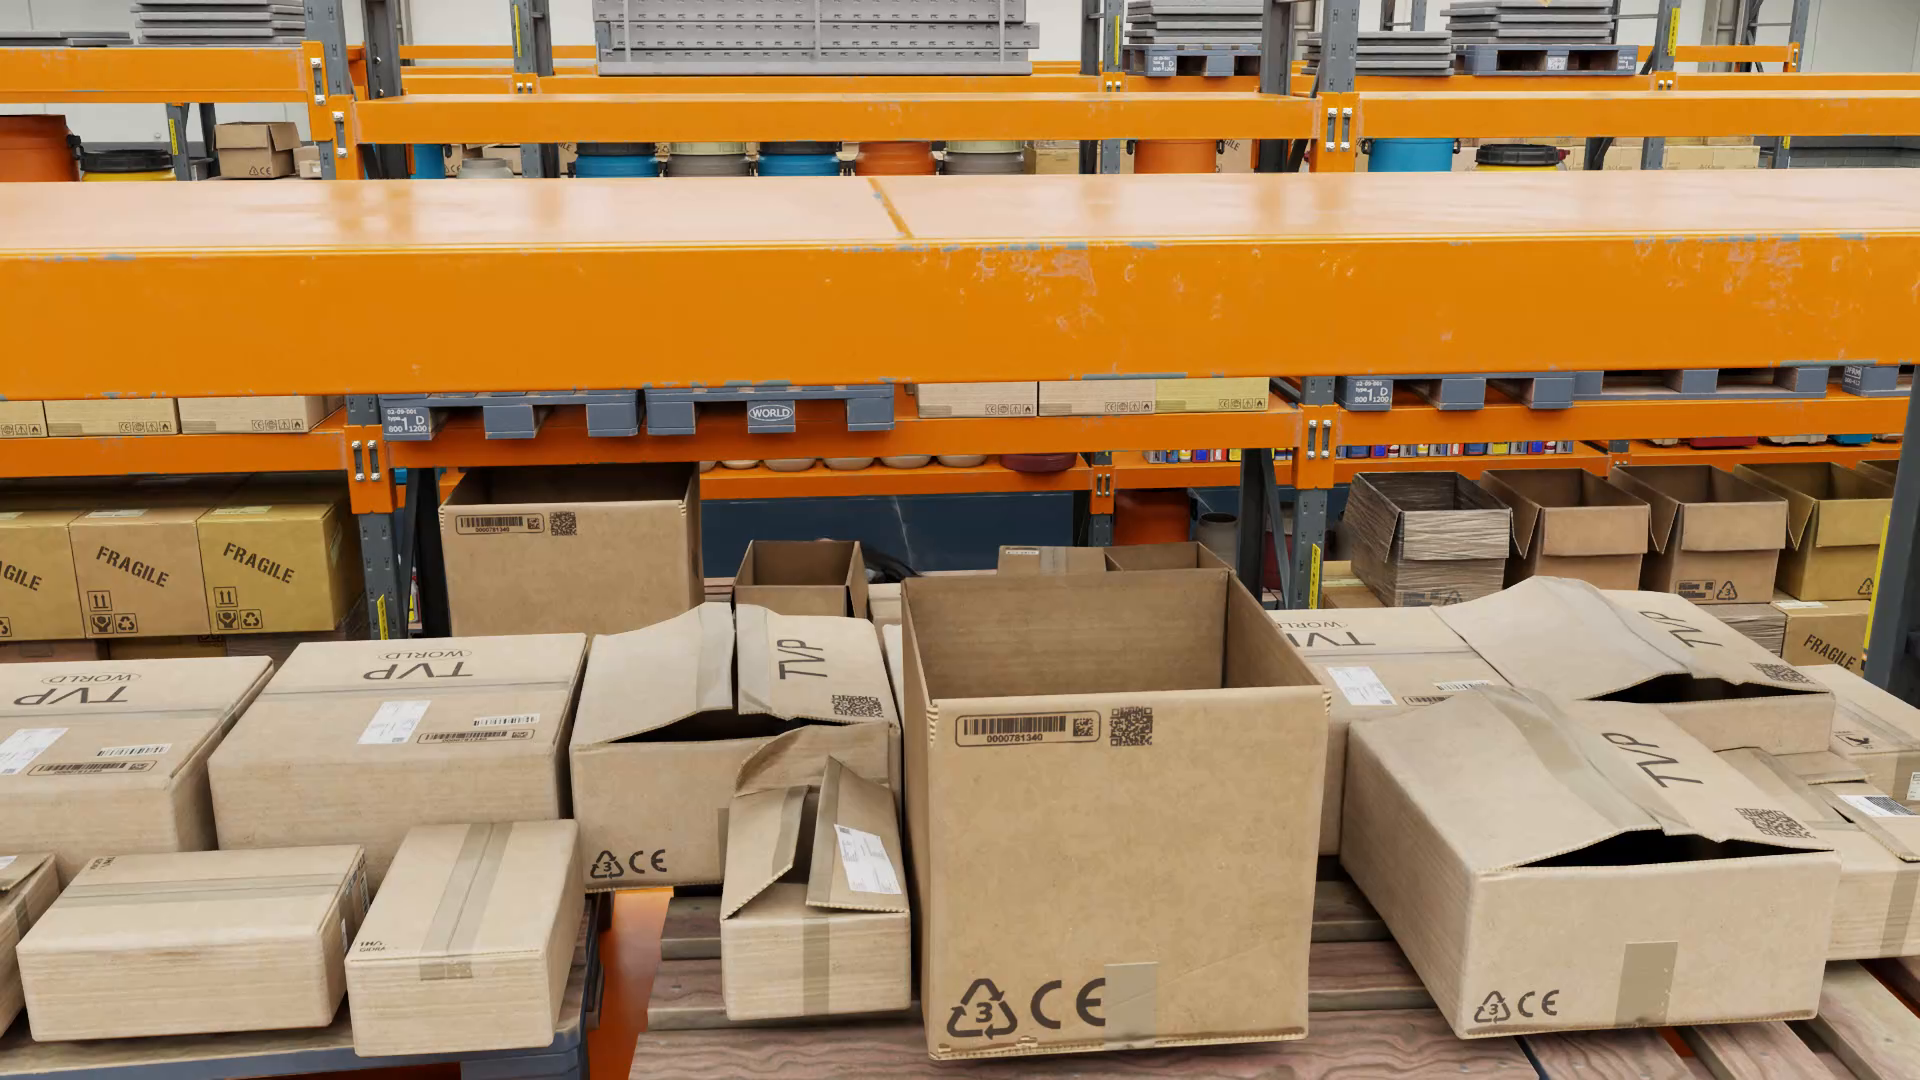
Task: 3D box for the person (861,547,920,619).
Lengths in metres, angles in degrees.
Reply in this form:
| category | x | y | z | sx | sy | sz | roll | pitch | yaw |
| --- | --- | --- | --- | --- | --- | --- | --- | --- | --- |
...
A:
| category | x | y | z | sx | sy | sz | roll | pitch | yaw |
| --- | --- | --- | --- | --- | --- | --- | --- | --- | --- |
| person | -0.638 | 0.481 | 11.698 | 0.842 | 1.025 | 0.550 | -2 | 17 | -6 |
